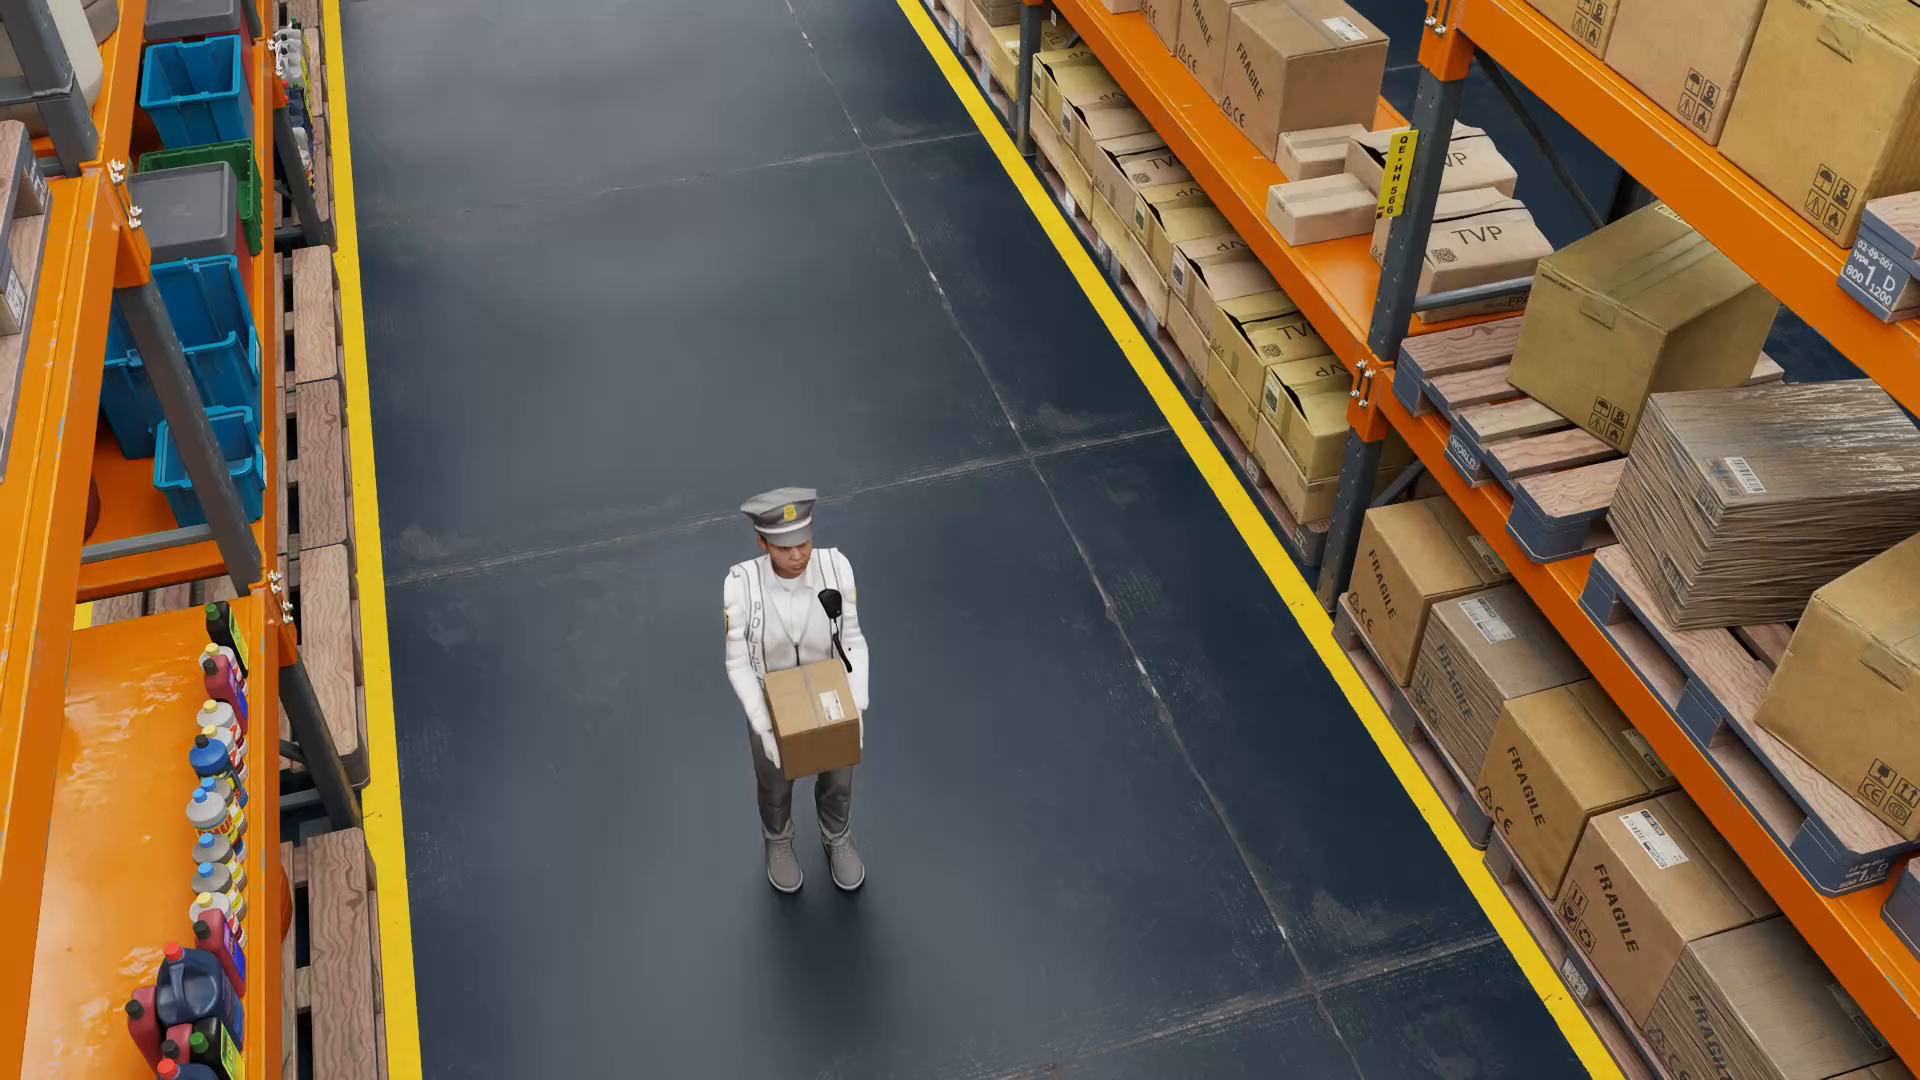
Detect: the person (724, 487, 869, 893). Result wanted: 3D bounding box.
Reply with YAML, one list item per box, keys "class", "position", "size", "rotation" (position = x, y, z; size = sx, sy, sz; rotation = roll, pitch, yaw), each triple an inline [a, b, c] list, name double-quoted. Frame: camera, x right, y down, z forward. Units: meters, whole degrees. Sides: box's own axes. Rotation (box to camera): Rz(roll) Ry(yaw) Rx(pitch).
- class: "person"
  position: [-0.523, 0.558, 5.531]
  size: [0.460, 1.687, 0.556]
  rotation: [-12, 44, -13]
